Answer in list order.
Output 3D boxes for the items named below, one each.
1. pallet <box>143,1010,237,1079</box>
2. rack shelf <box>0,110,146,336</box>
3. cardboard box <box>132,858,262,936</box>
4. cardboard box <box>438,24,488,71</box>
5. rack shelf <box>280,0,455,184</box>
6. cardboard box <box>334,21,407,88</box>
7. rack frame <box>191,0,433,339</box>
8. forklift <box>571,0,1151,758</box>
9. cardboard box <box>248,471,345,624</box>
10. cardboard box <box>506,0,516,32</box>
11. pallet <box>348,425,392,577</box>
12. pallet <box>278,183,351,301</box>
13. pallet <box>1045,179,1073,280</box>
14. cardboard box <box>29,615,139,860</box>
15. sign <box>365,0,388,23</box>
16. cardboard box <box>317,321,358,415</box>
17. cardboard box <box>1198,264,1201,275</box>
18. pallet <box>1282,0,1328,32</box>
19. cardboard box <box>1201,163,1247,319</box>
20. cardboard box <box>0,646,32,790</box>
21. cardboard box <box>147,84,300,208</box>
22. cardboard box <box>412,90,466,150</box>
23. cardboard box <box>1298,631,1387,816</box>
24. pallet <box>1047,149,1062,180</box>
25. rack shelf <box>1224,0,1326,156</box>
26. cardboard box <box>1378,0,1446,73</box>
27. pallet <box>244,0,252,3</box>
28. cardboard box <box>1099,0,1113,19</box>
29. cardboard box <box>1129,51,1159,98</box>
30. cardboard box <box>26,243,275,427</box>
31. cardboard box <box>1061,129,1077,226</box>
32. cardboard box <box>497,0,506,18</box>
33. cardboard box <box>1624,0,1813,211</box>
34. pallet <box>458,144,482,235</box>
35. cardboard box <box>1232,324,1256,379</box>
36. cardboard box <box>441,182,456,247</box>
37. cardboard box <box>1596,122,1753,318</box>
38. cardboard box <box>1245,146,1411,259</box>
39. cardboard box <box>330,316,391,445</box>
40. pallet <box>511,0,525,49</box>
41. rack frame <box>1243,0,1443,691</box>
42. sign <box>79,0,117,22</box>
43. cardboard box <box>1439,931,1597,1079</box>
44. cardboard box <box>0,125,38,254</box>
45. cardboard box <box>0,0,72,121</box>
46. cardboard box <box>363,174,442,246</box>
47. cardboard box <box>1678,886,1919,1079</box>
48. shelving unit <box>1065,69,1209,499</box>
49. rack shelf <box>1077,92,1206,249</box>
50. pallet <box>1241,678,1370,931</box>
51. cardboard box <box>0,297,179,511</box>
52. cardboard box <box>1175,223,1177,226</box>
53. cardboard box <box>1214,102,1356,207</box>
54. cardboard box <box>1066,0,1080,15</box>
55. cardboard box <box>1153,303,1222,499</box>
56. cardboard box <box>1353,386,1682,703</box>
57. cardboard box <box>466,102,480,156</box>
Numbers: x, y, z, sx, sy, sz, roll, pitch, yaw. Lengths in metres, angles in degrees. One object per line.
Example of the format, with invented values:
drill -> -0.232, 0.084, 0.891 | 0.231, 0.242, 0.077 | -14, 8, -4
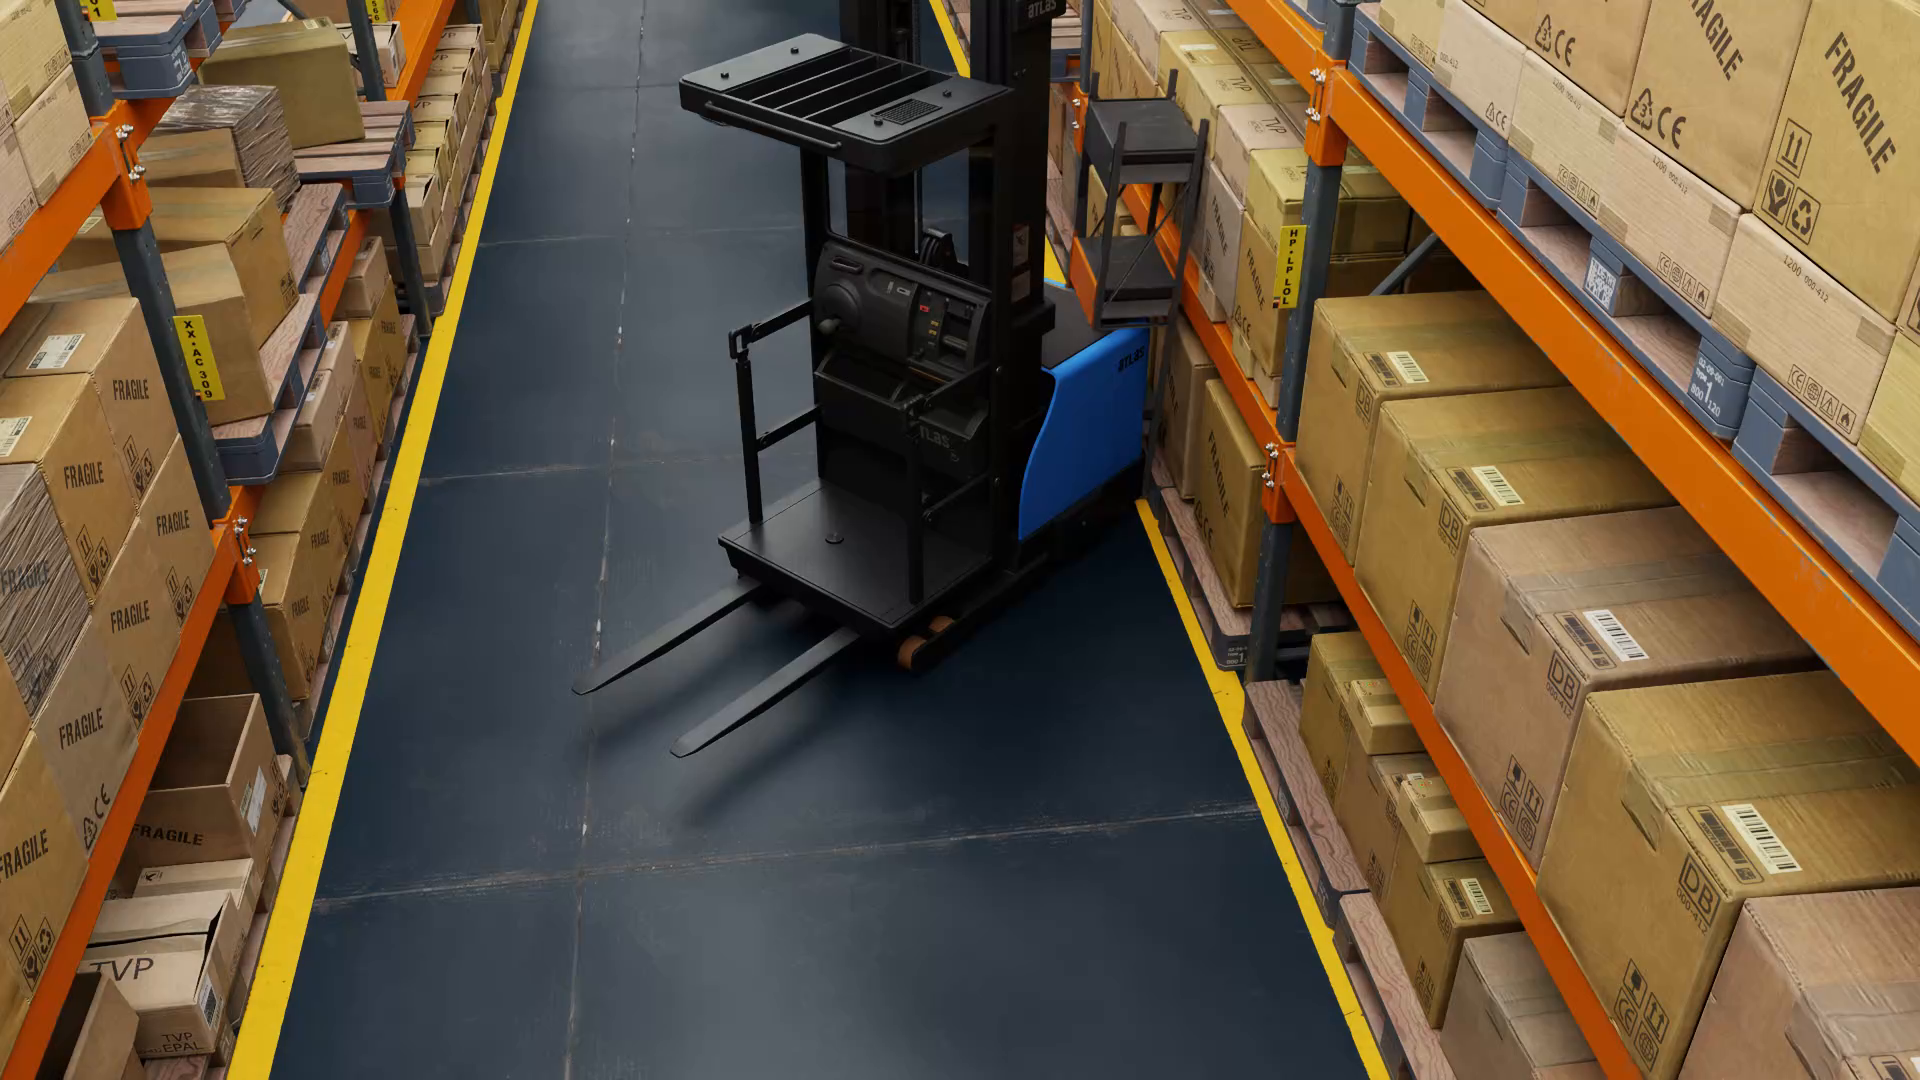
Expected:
pallet -> -2.904, 1.996, 5.133 | 1.003, 0.211, 1.213 | -4, 35, -6
rack shelf -> -2.894, -0.048, 3.632 | 1.077, 0.370, 4.000 | -4, 35, -6
cardboard box -> -2.695, 1.276, 5.855 | 0.380, 0.149, 0.250 | -4, 35, -6
cardboard box -> -3.900, -3.751, 12.661 | 0.500, 0.311, 0.500 | -4, 35, -6
rack shelf -> -3.970, -3.273, 11.027 | 1.077, 0.370, 4.000 | -4, 35, -6
cardboard box -> -3.629, -2.931, 9.966 | 0.500, 0.311, 0.500 | -5, 35, -7
rack frame -> -3.701, -2.454, 9.187 | 1.000, 3.000, 0.127 | -4, 35, -6
forklift -> -0.401, -0.940, 7.027 | 1.130, 2.935, 3.031 | 25, 42, 32
cardboard box -> -3.069, 0.044, 7.350 | 0.500, 0.500, 0.500 | -4, 34, -6
cardboard box -> -4.125, -4.564, 14.352 | 0.500, 0.250, 0.500 | -4, 35, -6
pallet -> -3.477, -0.203, 8.360 | 1.003, 0.211, 1.213 | -4, 35, -6
pallet -> -3.434, -1.290, 7.649 | 1.003, 0.211, 1.213 | -4, 35, -6
pallet -> 1.104, -2.115, 11.166 | 1.003, 0.211, 1.213 | -4, 35, -6
cardboard box -> -2.699, 0.571, 4.660 | 0.500, 0.500, 0.500 | -4, 34, -5
sign -> -3.164, -2.946, 8.951 | 0.100, 0.325, 0.005 | -4, 35, -6
cardboard box -> -3.189, -0.807, 7.933 | 0.500, 0.250, 0.500 | -5, 35, -7
cardboard box -> 1.311, -1.242, 7.614 | 0.380, 0.149, 0.250 | -4, 35, -6
pallet -> 1.573, -2.267, 6.420 | 0.805, 0.209, 1.217 | -6, 35, -8
cardboard box -> 1.355, -1.294, 7.114 | 0.500, 0.500, 0.500 | -4, 34, -6
cardboard box -> -2.633, 0.434, 3.973 | 0.500, 0.500, 0.500 | -5, 35, -7
cardboard box -> -3.570, -1.801, 7.767 | 0.700, 0.500, 0.500 | 2, 34, 3
cardboard box -> -3.695, -2.901, 11.415 | 0.500, 0.311, 0.500 | -5, 35, -7
cardboard box -> 1.744, 0.686, 6.427 | 0.700, 0.500, 0.500 | -4, 34, -6
pallet -> 0.943, -2.794, 12.163 | 1.003, 0.211, 1.213 | -4, 35, -6
rack shelf -> 1.477, -2.657, 7.461 | 1.077, 0.370, 4.000 | -4, 35, -6
cardboard box -> 1.577, -1.586, 4.921 | 0.500, 0.250, 0.500 | -4, 35, -7
pallet -> -3.323, -2.331, 6.511 | 1.213, 0.211, 1.003 | -4, 35, -6
cardboard box -> 1.017, -3.025, 8.988 | 0.500, 0.250, 0.500 | -4, 34, -5
cardboard box -> 1.146, -2.143, 8.361 | 0.500, 0.500, 0.500 | -5, 35, -7
cardboard box -> -3.005, -0.718, 6.178 | 0.700, 0.500, 0.500 | -16, 37, -22
cardboard box -> 1.059, -2.378, 10.905 | 0.700, 0.500, 0.500 | -4, 34, -6
cardboard box -> -4.066, -4.594, 13.730 | 0.500, 0.500, 0.500 | -4, 35, -6
cardboard box -> 1.780, -1.027, 3.436 | 0.500, 0.500, 0.500 | -6, 35, -8
pallet -> -3.933, -2.443, 11.648 | 1.003, 0.211, 1.213 | -4, 35, -6
cardboard box -> 1.362, -0.810, 6.980 | 0.380, 0.149, 0.250 | -4, 34, -5
cardboard box -> -3.549, -2.086, 10.716 | 0.500, 0.250, 0.500 | -5, 35, -8
cardboard box -> 1.776, -0.728, 3.663 | 0.500, 0.250, 0.500 | -5, 35, -8
cardboard box -> 1.429, -1.323, 6.491 | 0.500, 0.250, 0.500 | -4, 34, -5
cardboard box -> -3.273, -0.810, 8.604 | 0.500, 0.500, 0.500 | -6, 35, -8
pallet -> -4.471, -4.663, 14.905 | 1.003, 0.211, 1.213 | -4, 35, -6
rack frame -> 1.746, -0.599, 6.465 | 1.000, 3.000, 0.127 | -4, 35, -6
sign -> -2.626, -1.720, 4.988 | 0.100, 0.325, 0.005 | -4, 35, -6
cardboard box -> 1.955, 1.550, 5.159 | 0.700, 0.500, 0.500 | -5, 35, -8
cardboard box -> -2.777, -0.868, 4.330 | 0.500, 0.250, 0.500 | -4, 35, -6
cardboard box -> -2.828, -1.355, 4.600 | 0.500, 0.250, 0.500 | -4, 35, -6
cardboard box -> -3.480, -2.037, 10.147 | 0.500, 0.311, 0.500 | -3, 34, -5
cardboard box -> 2.205, 1.225, 3.522 | 0.980, 0.700, 0.700 | -3, 34, -4
shelving unit -> 0.772, -1.157, 7.979 | 0.431, 2.100, 0.503 | -4, 41, -10
rack shelf -> 0.811, -1.678, 7.534 | 0.431, 0.518, 0.480 | -4, 41, -10
pallet -> 1.770, 0.984, 6.619 | 1.003, 0.211, 1.213 | -4, 35, -6
cardboard box -> -2.838, -0.414, 5.217 | 0.500, 0.500, 0.500 | -4, 34, -6
cardboard box -> 1.239, -1.679, 8.256 | 0.380, 0.149, 0.250 | -4, 34, -6
cardboard box -> 1.370, -1.609, 6.910 | 0.500, 0.250, 0.500 | -4, 34, -5
cardboard box -> 1.032, -3.626, 10.427 | 0.700, 0.500, 0.500 | -8, 35, -11
cardboard box -> 1.407, -0.733, 8.198 | 0.750, 0.750, 0.750 | -3, 34, -5
cardboard box -> 1.895, -0.011, 5.337 | 0.980, 0.700, 0.700 | -5, 35, -8
cardboard box -> -3.760, -2.946, 11.978 | 0.500, 0.250, 0.500 | -4, 34, -5
